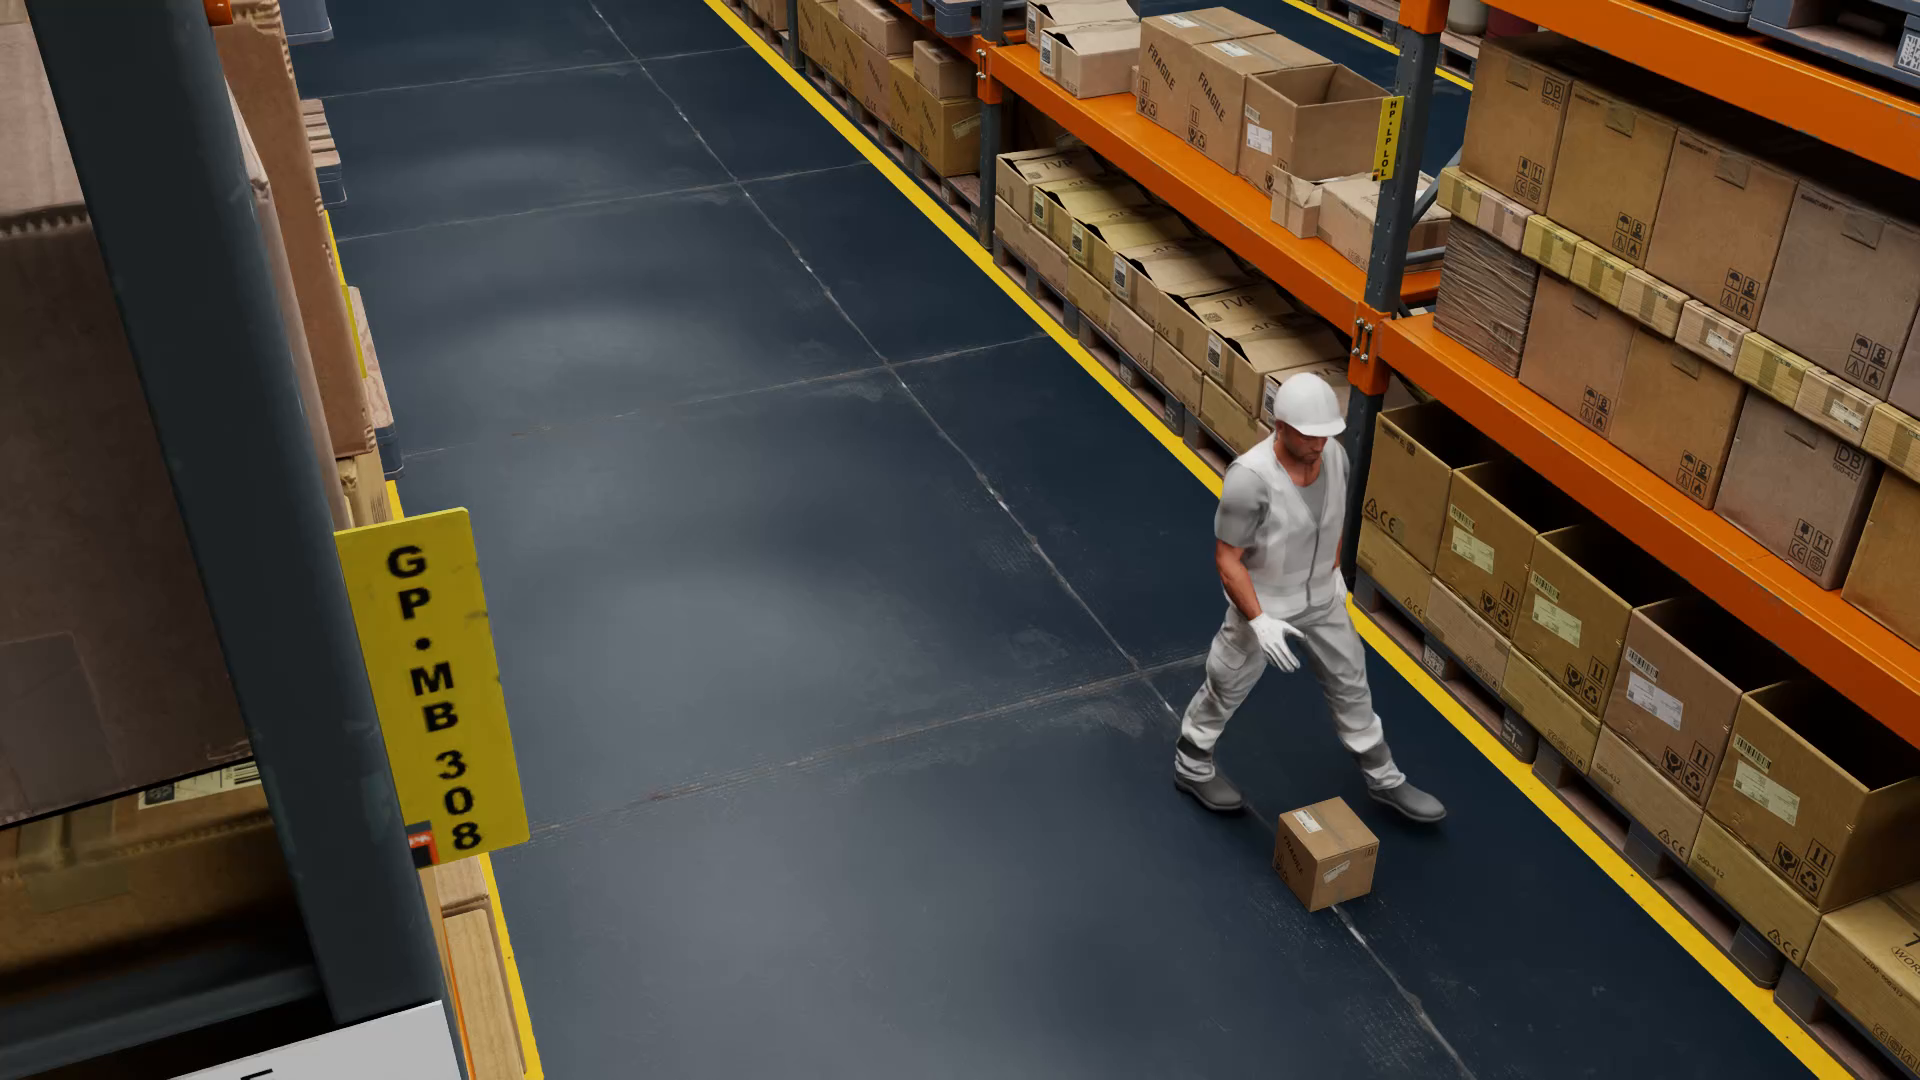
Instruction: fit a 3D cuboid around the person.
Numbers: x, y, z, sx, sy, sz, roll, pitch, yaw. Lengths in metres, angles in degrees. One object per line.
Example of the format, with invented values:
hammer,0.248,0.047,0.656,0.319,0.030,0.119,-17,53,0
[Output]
person,1.270,0.260,5.713,0.750,1.766,0.772,-18,37,-26
